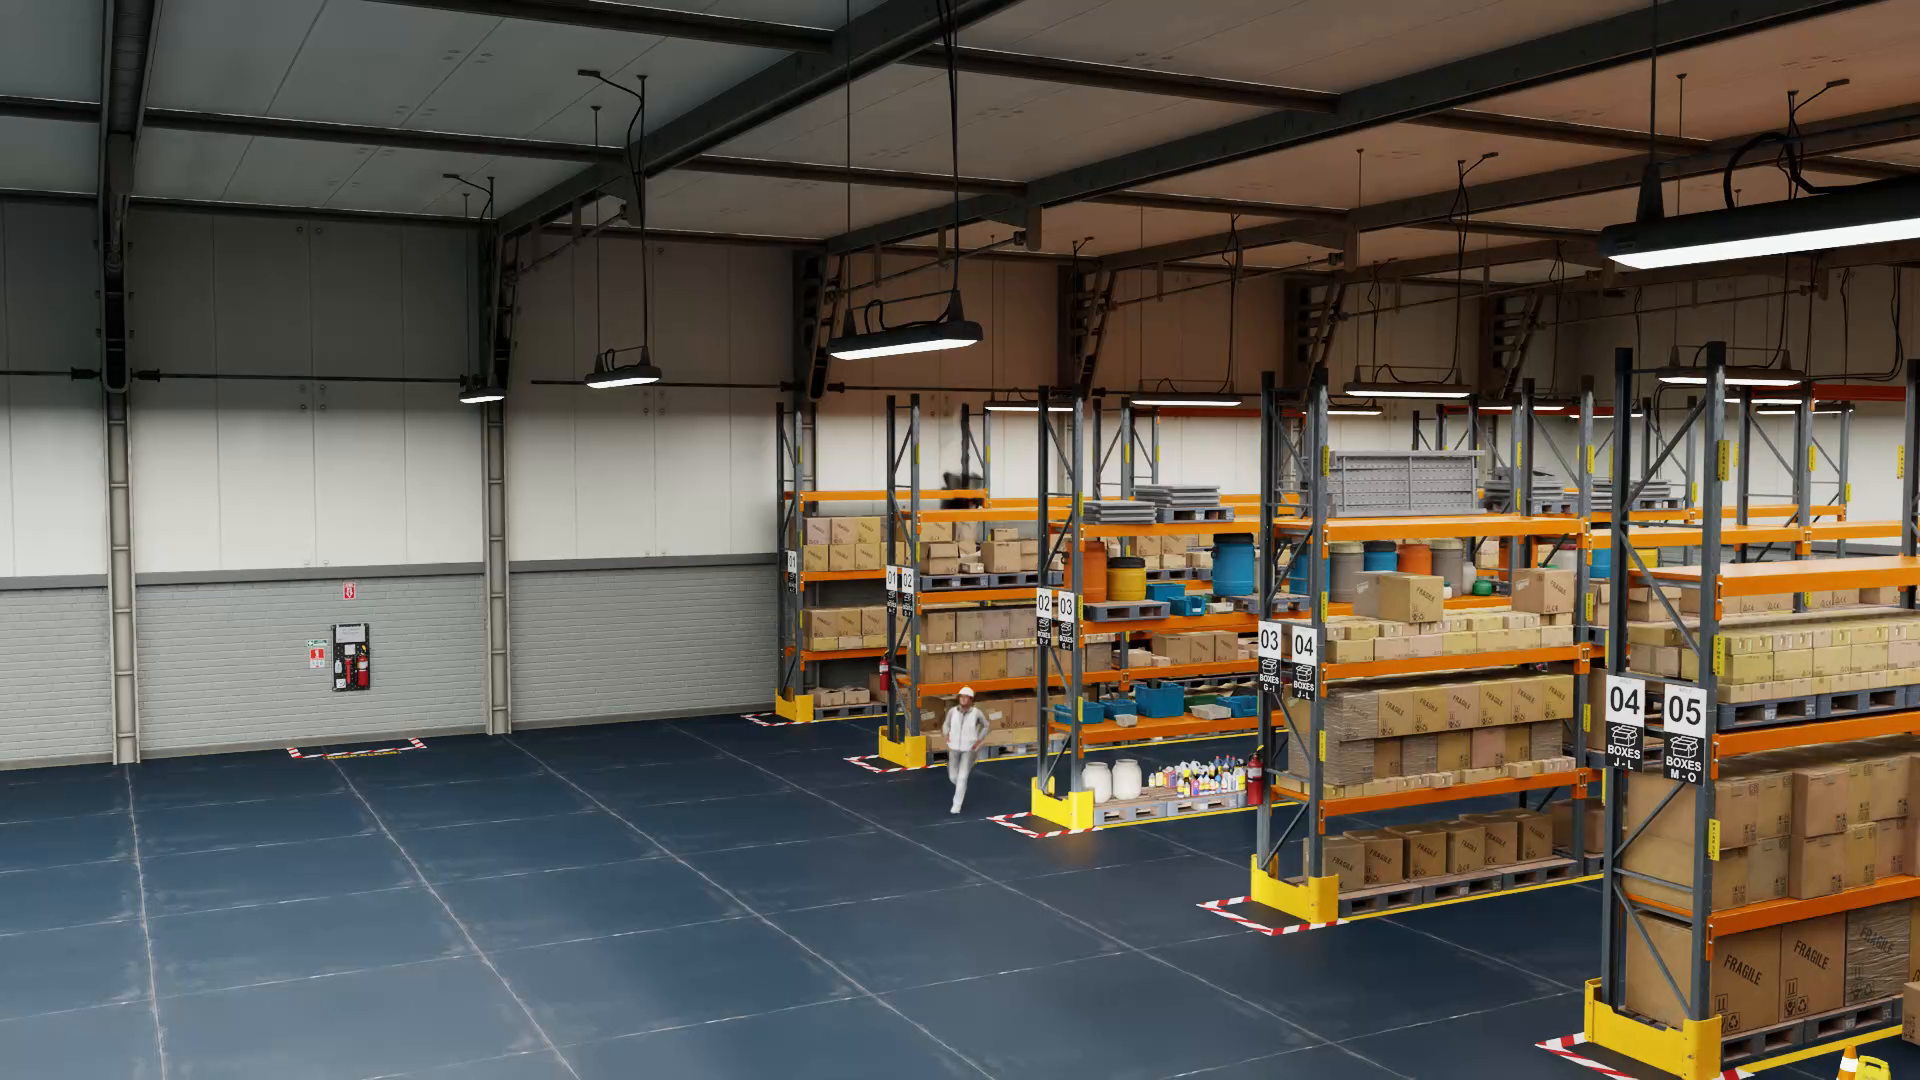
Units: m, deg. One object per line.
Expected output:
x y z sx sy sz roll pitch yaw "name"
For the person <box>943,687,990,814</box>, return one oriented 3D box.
0.082 2.964 23.670 0.678 1.766 0.770 1 3 18 "person"
